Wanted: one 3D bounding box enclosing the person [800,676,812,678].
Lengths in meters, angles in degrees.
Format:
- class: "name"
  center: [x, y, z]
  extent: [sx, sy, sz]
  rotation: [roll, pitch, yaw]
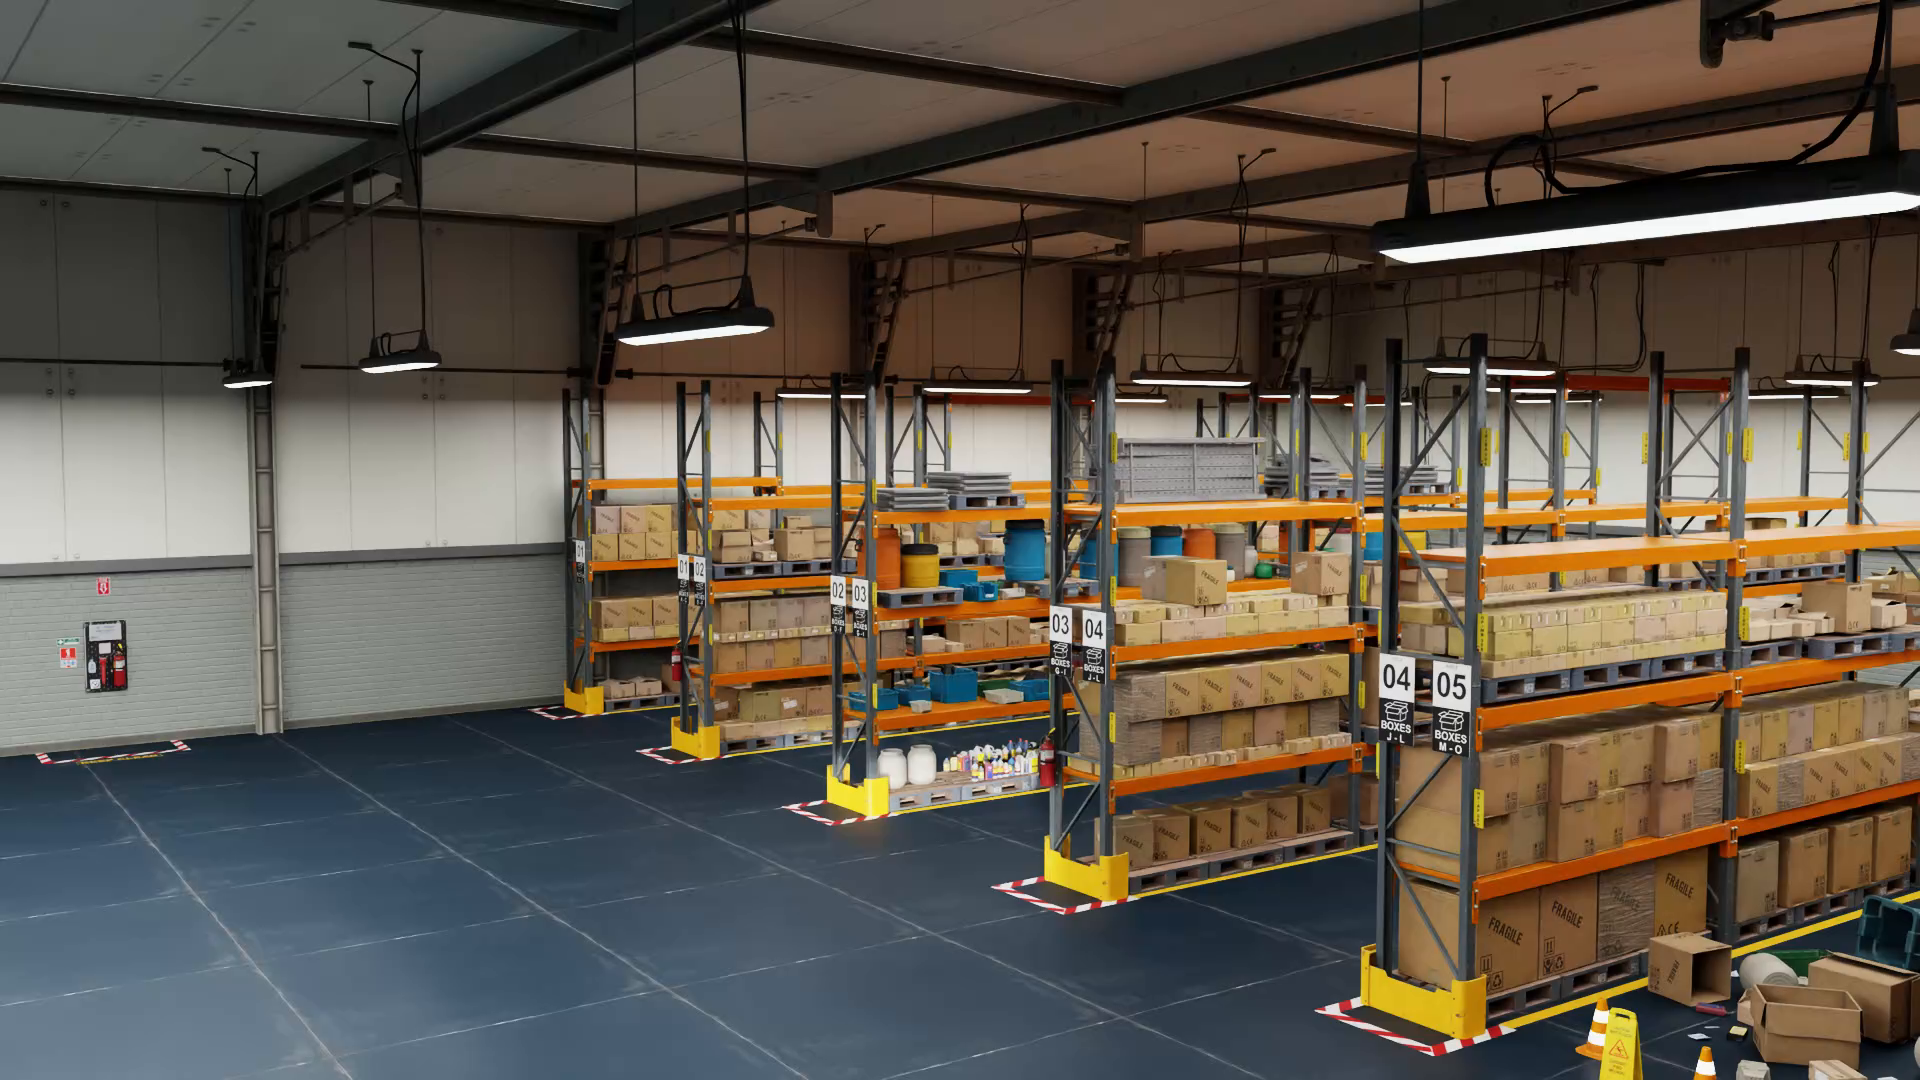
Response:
- class: "person"
  center: [-2.980, 2.339, 31.012]
  extent: [0.434, 1.646, 0.502]
  rotation: [0, 4, -2]
